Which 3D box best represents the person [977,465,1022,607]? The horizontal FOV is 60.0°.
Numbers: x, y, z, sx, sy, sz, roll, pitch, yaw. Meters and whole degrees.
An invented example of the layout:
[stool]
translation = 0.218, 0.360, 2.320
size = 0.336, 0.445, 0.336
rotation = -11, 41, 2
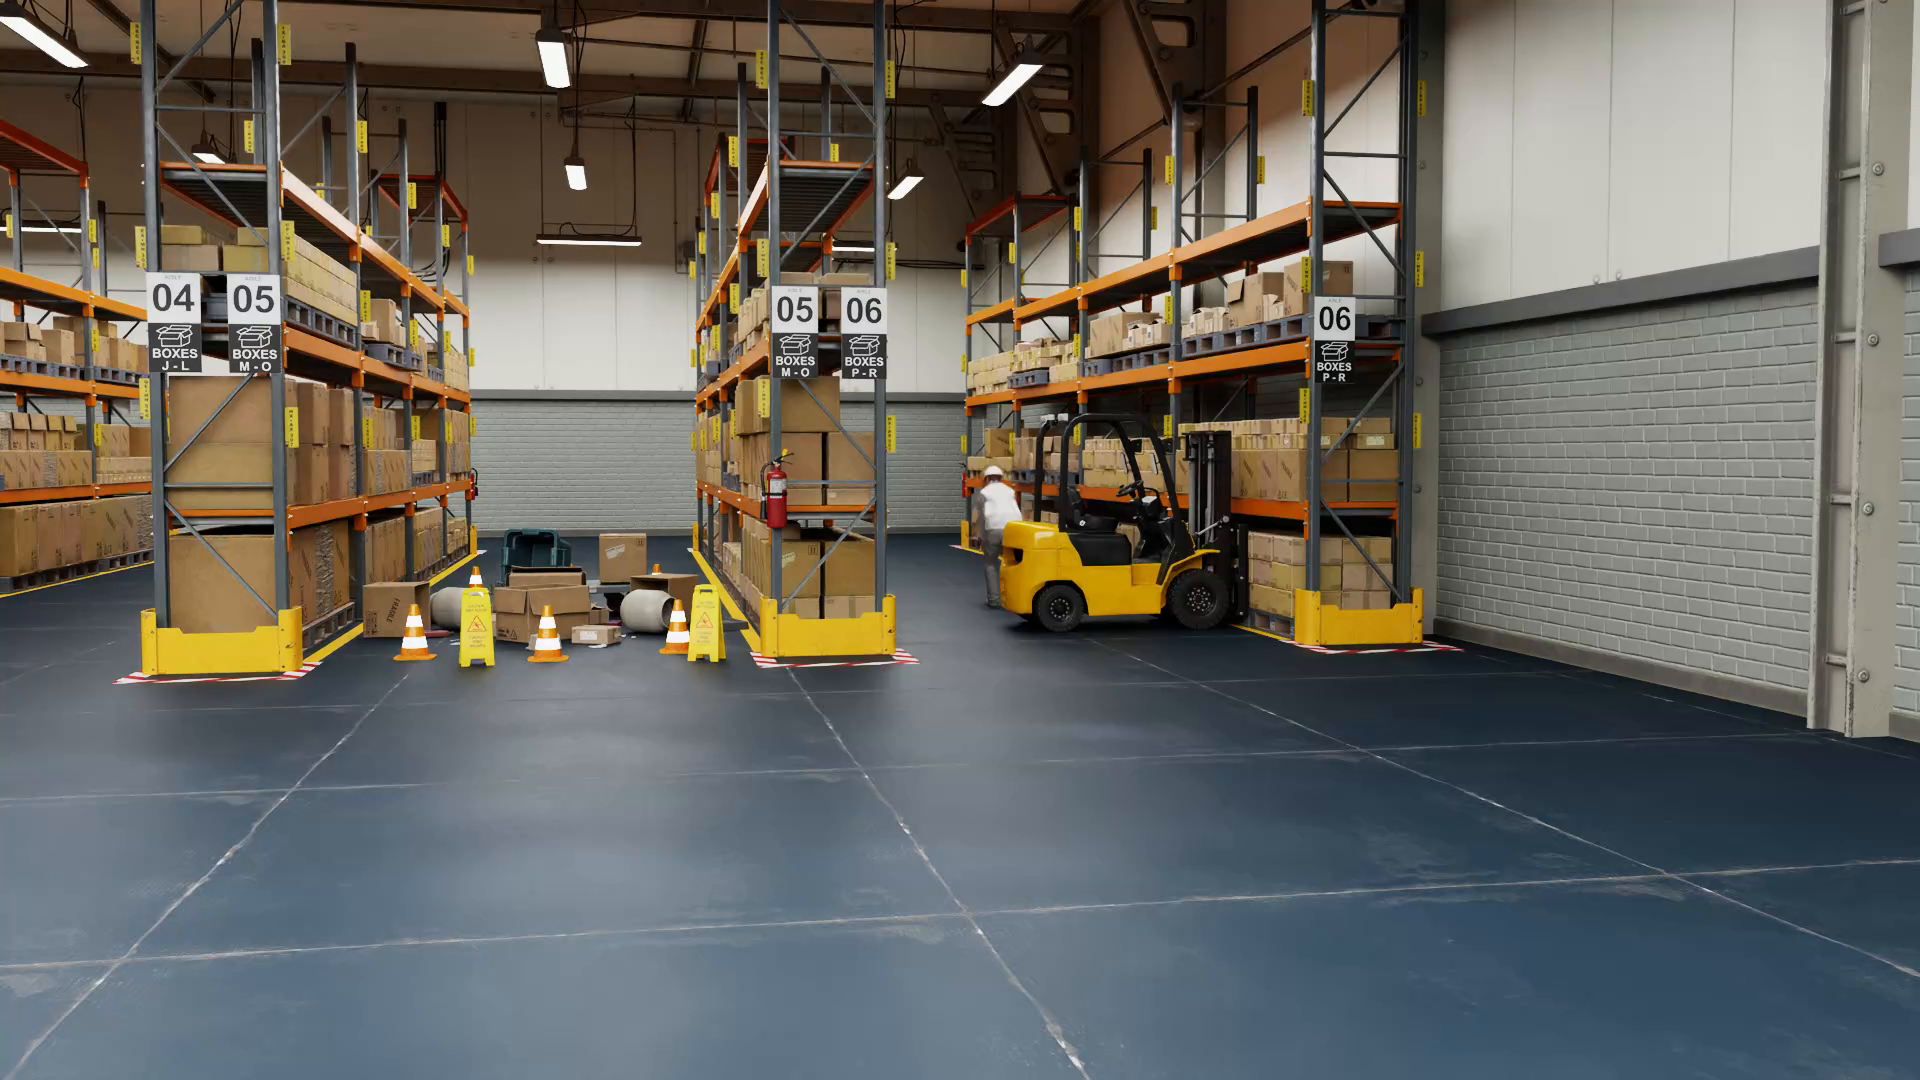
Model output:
[person]
translation = 0.445, -0.053, 19.319
size = 0.475, 1.627, 0.758
rotation = -1, 3, -13
